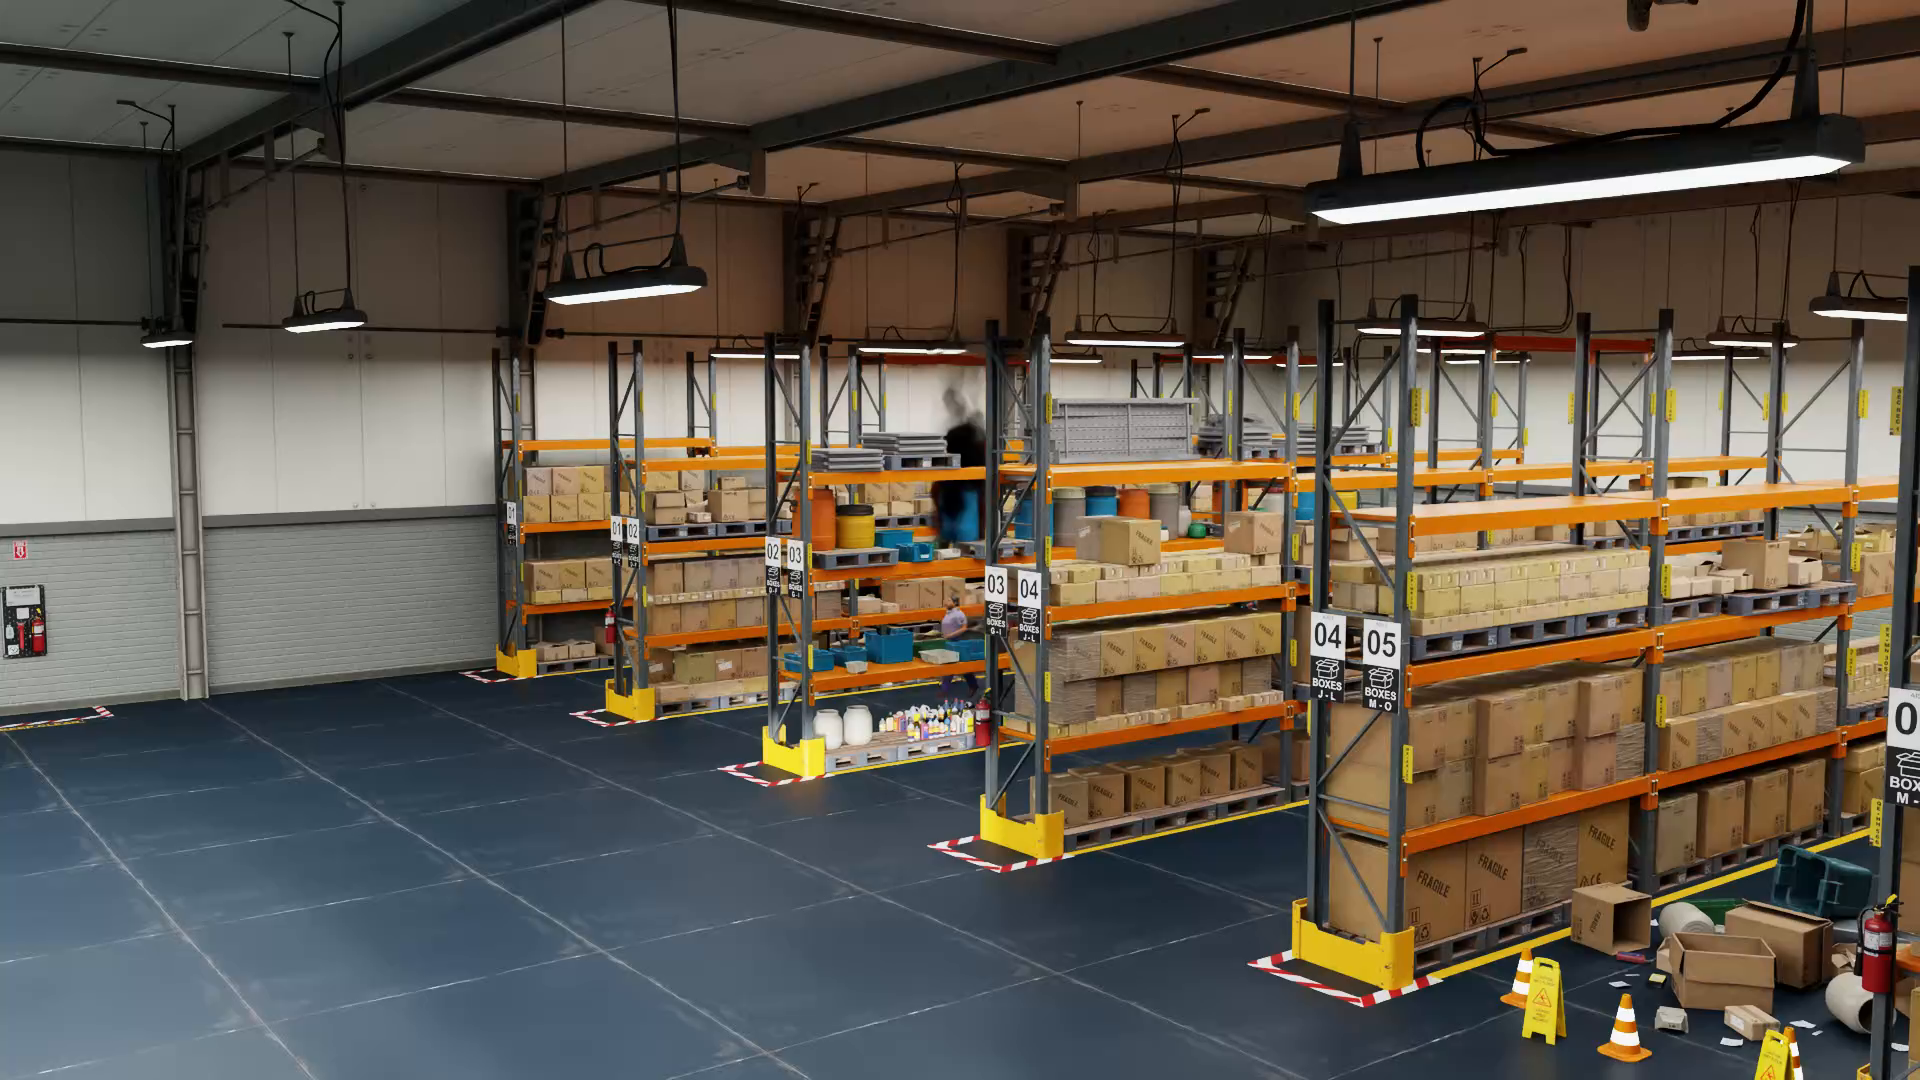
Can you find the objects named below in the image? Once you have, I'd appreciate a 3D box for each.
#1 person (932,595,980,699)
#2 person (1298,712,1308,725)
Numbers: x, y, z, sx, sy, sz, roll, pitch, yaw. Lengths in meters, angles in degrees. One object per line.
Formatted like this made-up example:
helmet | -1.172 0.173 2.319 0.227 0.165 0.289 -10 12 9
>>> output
person | -0.069 1.721 26.595 0.779 1.702 0.599 -3 6 -29
person | 5.208 2.242 24.240 0.575 1.631 0.614 -4 7 -40
